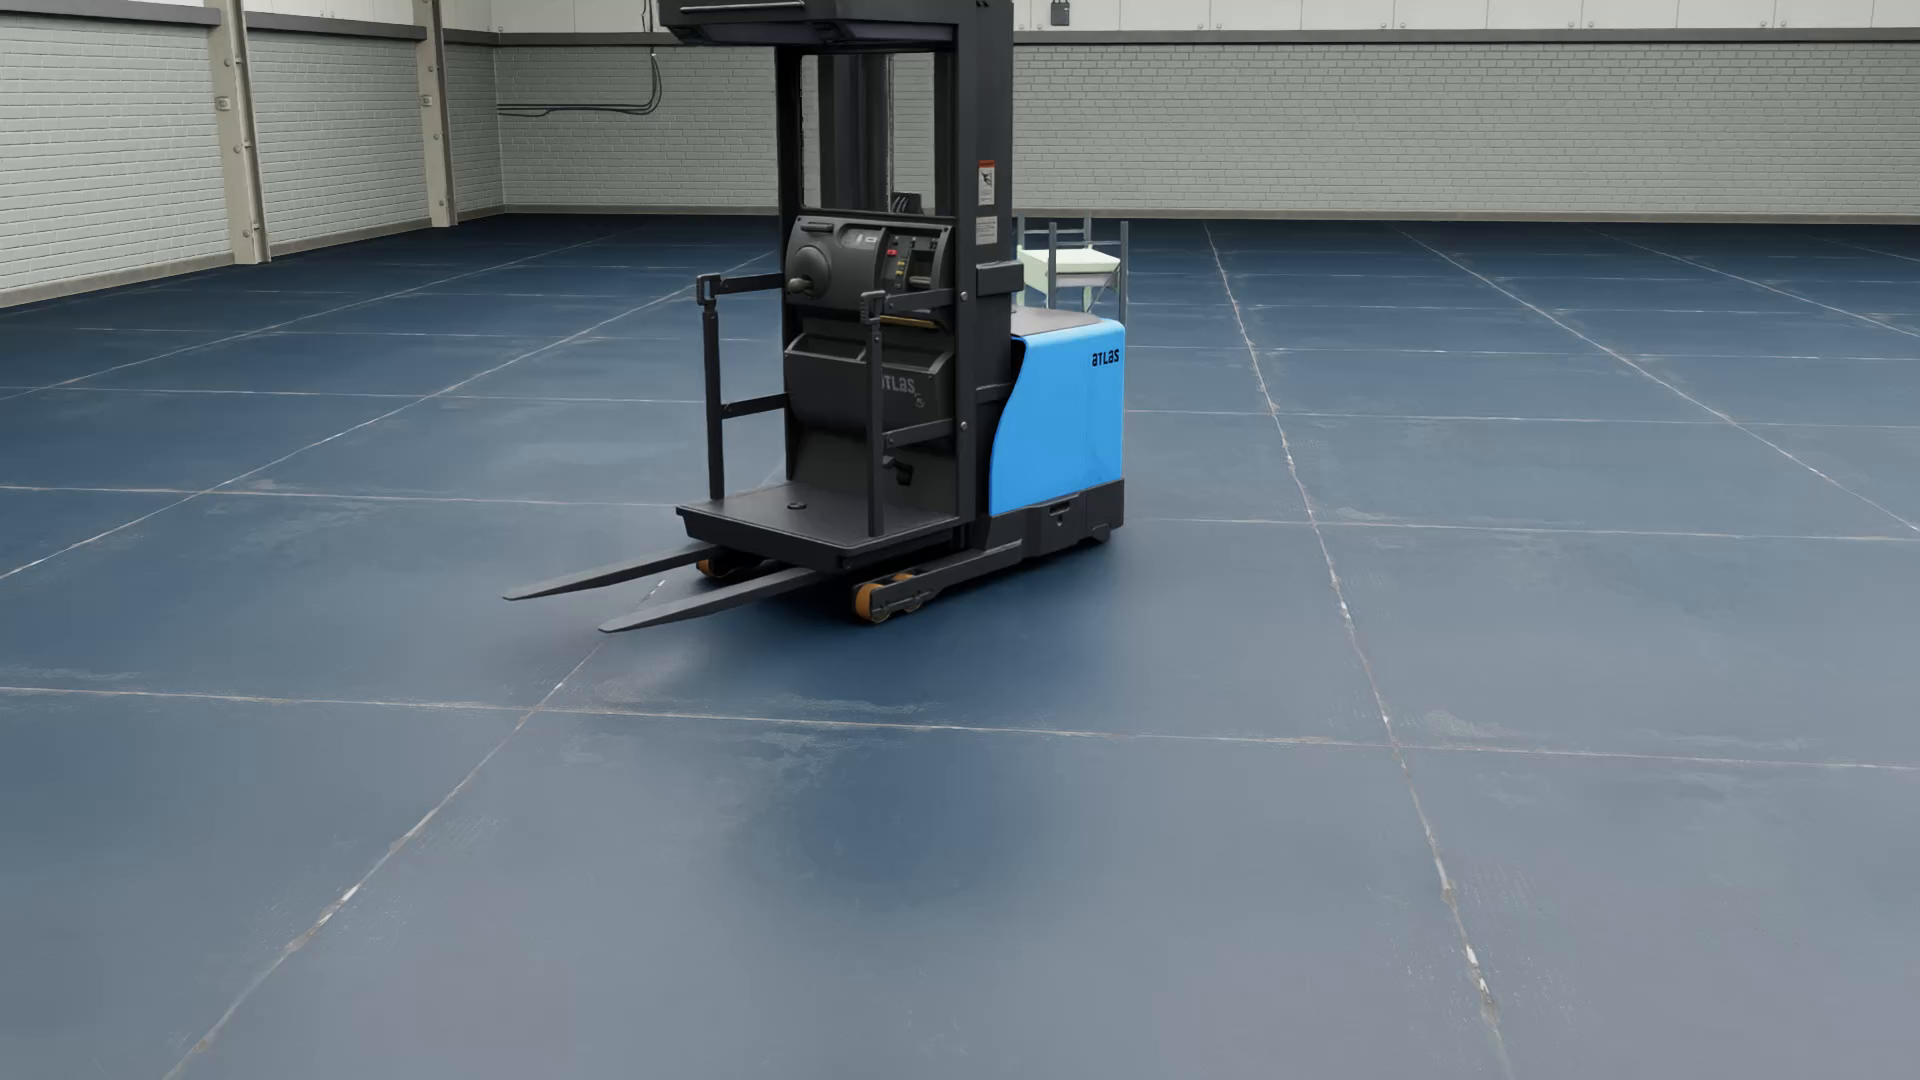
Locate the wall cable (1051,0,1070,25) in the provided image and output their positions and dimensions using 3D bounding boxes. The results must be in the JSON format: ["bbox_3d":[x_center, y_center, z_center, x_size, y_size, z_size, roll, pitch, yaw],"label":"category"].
[{"bbox_3d":[2.677,-11.542,27.094,2.305,6.003,0.169,2,15,6],"label":"wall cable"}]

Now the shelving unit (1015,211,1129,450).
[{"bbox_3d":[0.574,-0.949,8.798,0.431,1.500,0.755,-3,15,-10],"label":"shelving unit"}]

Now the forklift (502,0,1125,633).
[{"bbox_3d":[-0.544,-1.220,7.057,1.130,2.935,3.031,13,20,39],"label":"forklift"}]

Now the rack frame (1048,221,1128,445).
[{"bbox_3d":[0.640,-0.855,8.451,0.400,1.500,0.023,-3,15,-10],"label":"rack frame"}]

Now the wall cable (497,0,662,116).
[{"bbox_3d":[-6.754,-8.686,28.992,3.097,2.526,0.112,2,15,6],"label":"wall cable"}]

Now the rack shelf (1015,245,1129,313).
[{"bbox_3d":[0.574,-1.326,8.697,0.431,0.370,0.720,-3,15,-10],"label":"rack shelf"}]

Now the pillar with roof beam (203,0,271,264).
[{"bbox_3d":[-4.800,-7.776,19.681,9.100,9.000,0.400,2,15,6],"label":"pillar with roof beam"}]

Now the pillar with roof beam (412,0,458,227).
[{"bbox_3d":[-4.123,-9.333,25.436,9.100,9.000,0.400,2,15,6],"label":"pillar with roof beam"}]

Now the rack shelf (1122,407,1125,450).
[{"bbox_3d":[0.574,-0.634,8.884,0.431,0.370,0.720,-3,15,-10],"label":"rack shelf"}]

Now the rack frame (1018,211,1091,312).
[{"bbox_3d":[0.509,-1.043,9.146,0.400,1.500,0.023,-3,15,-10],"label":"rack frame"}]
